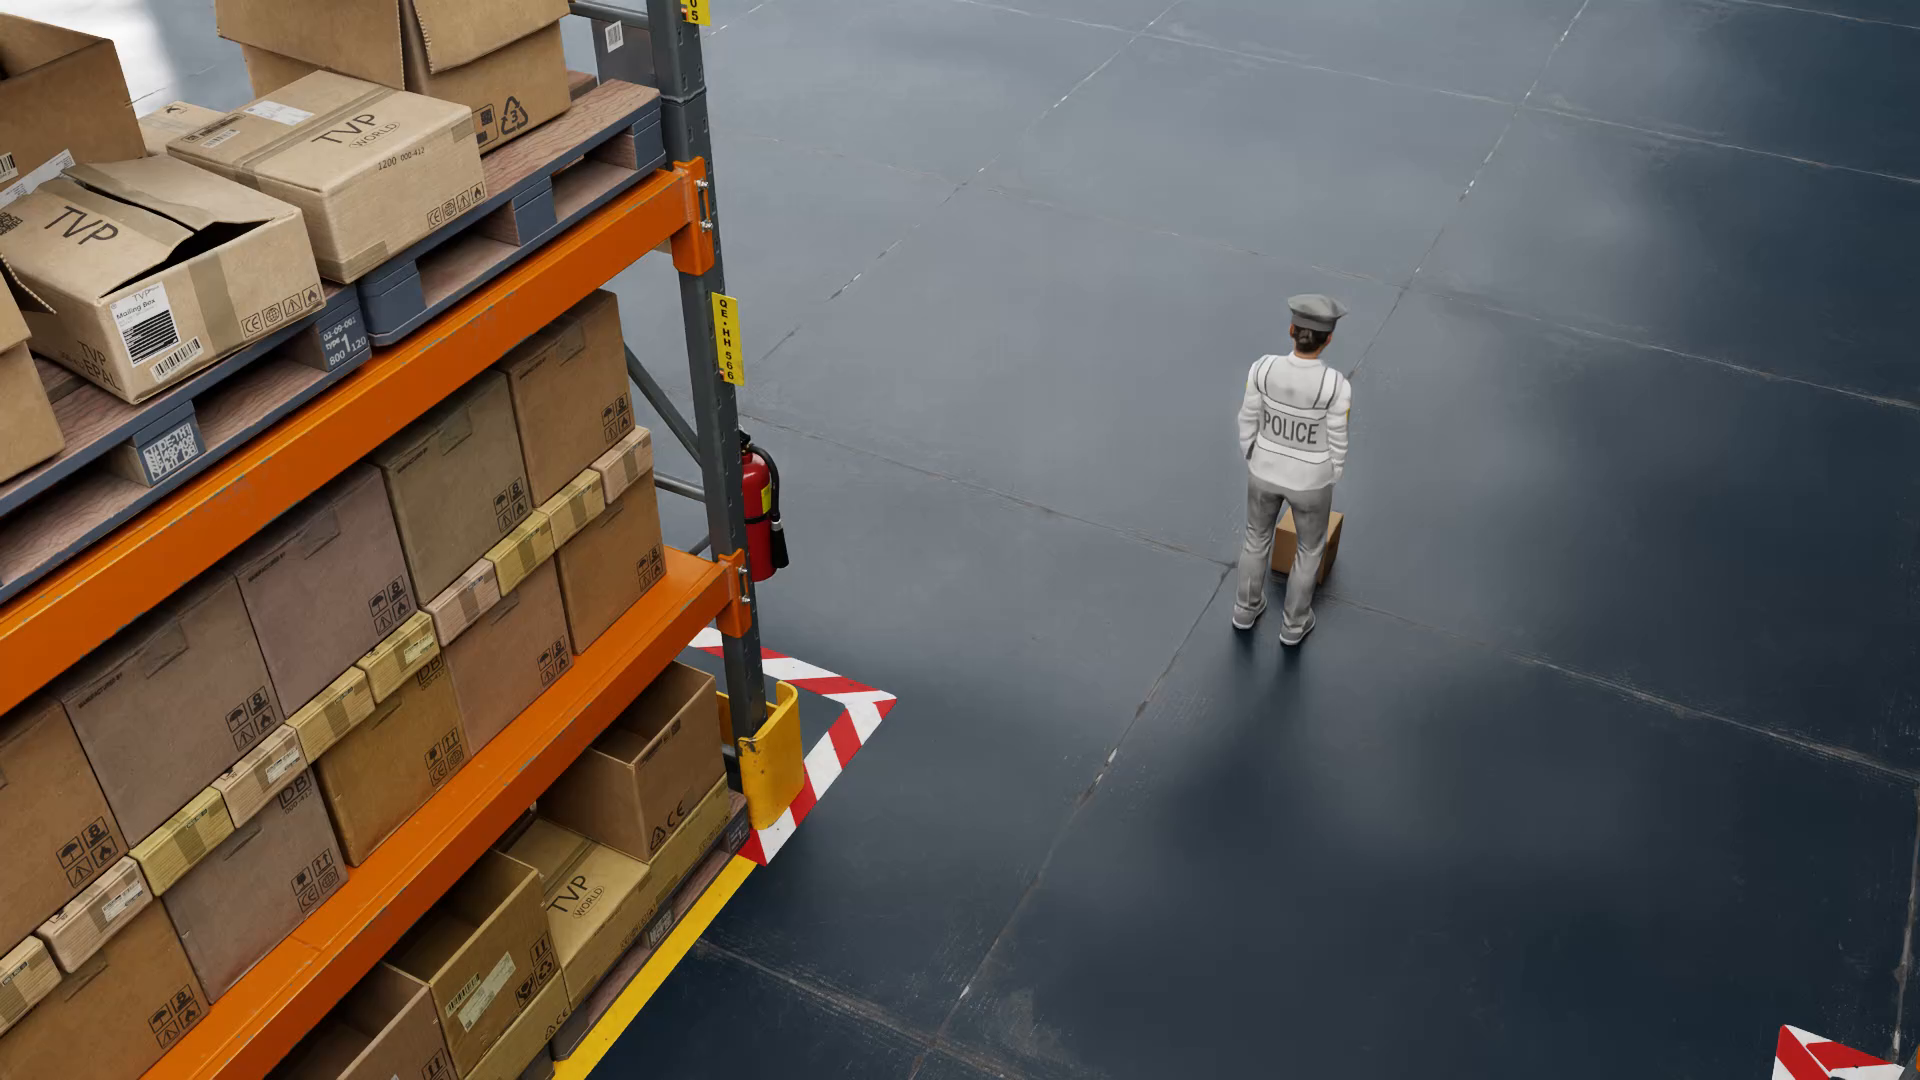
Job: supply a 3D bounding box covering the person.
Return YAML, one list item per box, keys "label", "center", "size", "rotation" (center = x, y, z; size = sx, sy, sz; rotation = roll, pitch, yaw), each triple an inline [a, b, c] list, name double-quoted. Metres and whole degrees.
- label: "person"
  center: [1.405, -0.285, 7.127]
  size: [0.482, 1.655, 0.366]
  rotation: [19, 42, 22]
